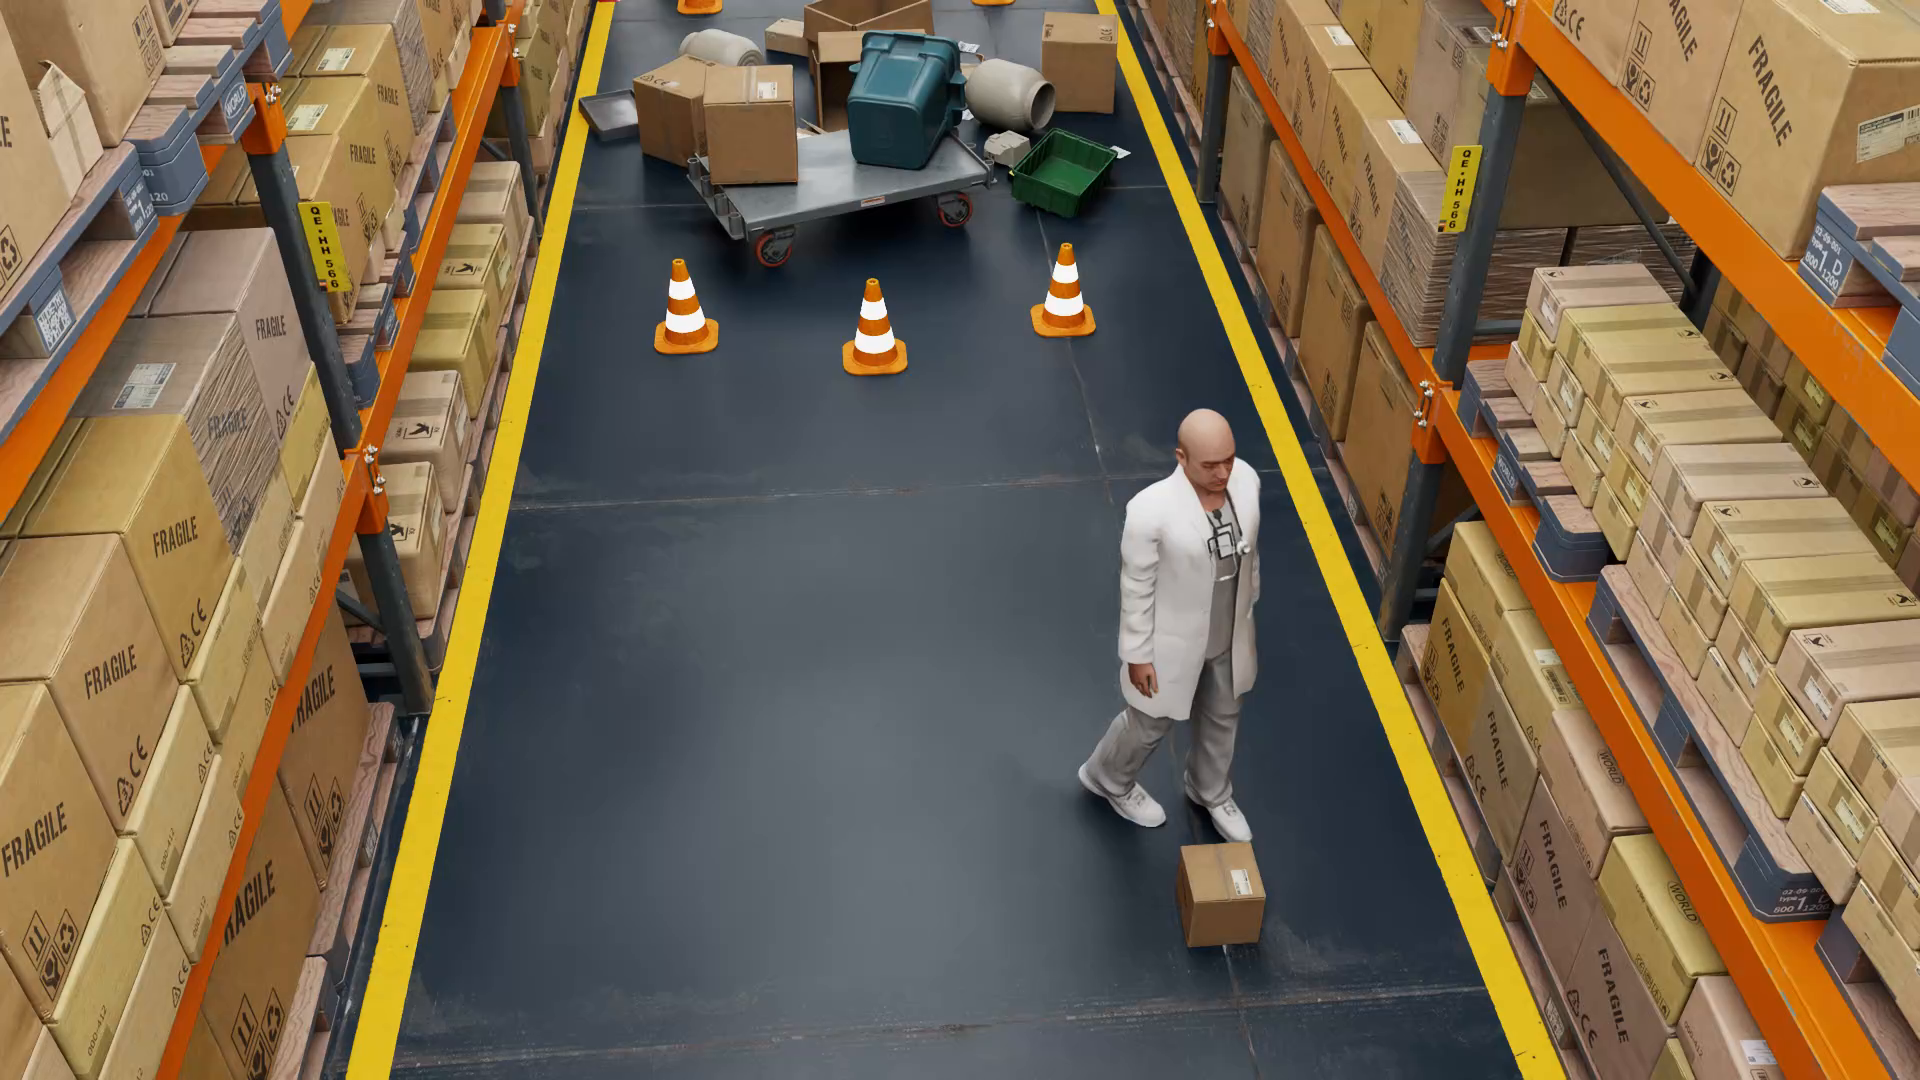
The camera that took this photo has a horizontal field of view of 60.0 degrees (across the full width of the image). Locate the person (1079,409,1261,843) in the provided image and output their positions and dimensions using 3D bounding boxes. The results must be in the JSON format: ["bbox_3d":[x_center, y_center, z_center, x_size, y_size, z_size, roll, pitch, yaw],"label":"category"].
[{"bbox_3d":[0.810,0.333,5.750,0.611,1.807,0.589,-19,42,-22],"label":"person"}]
